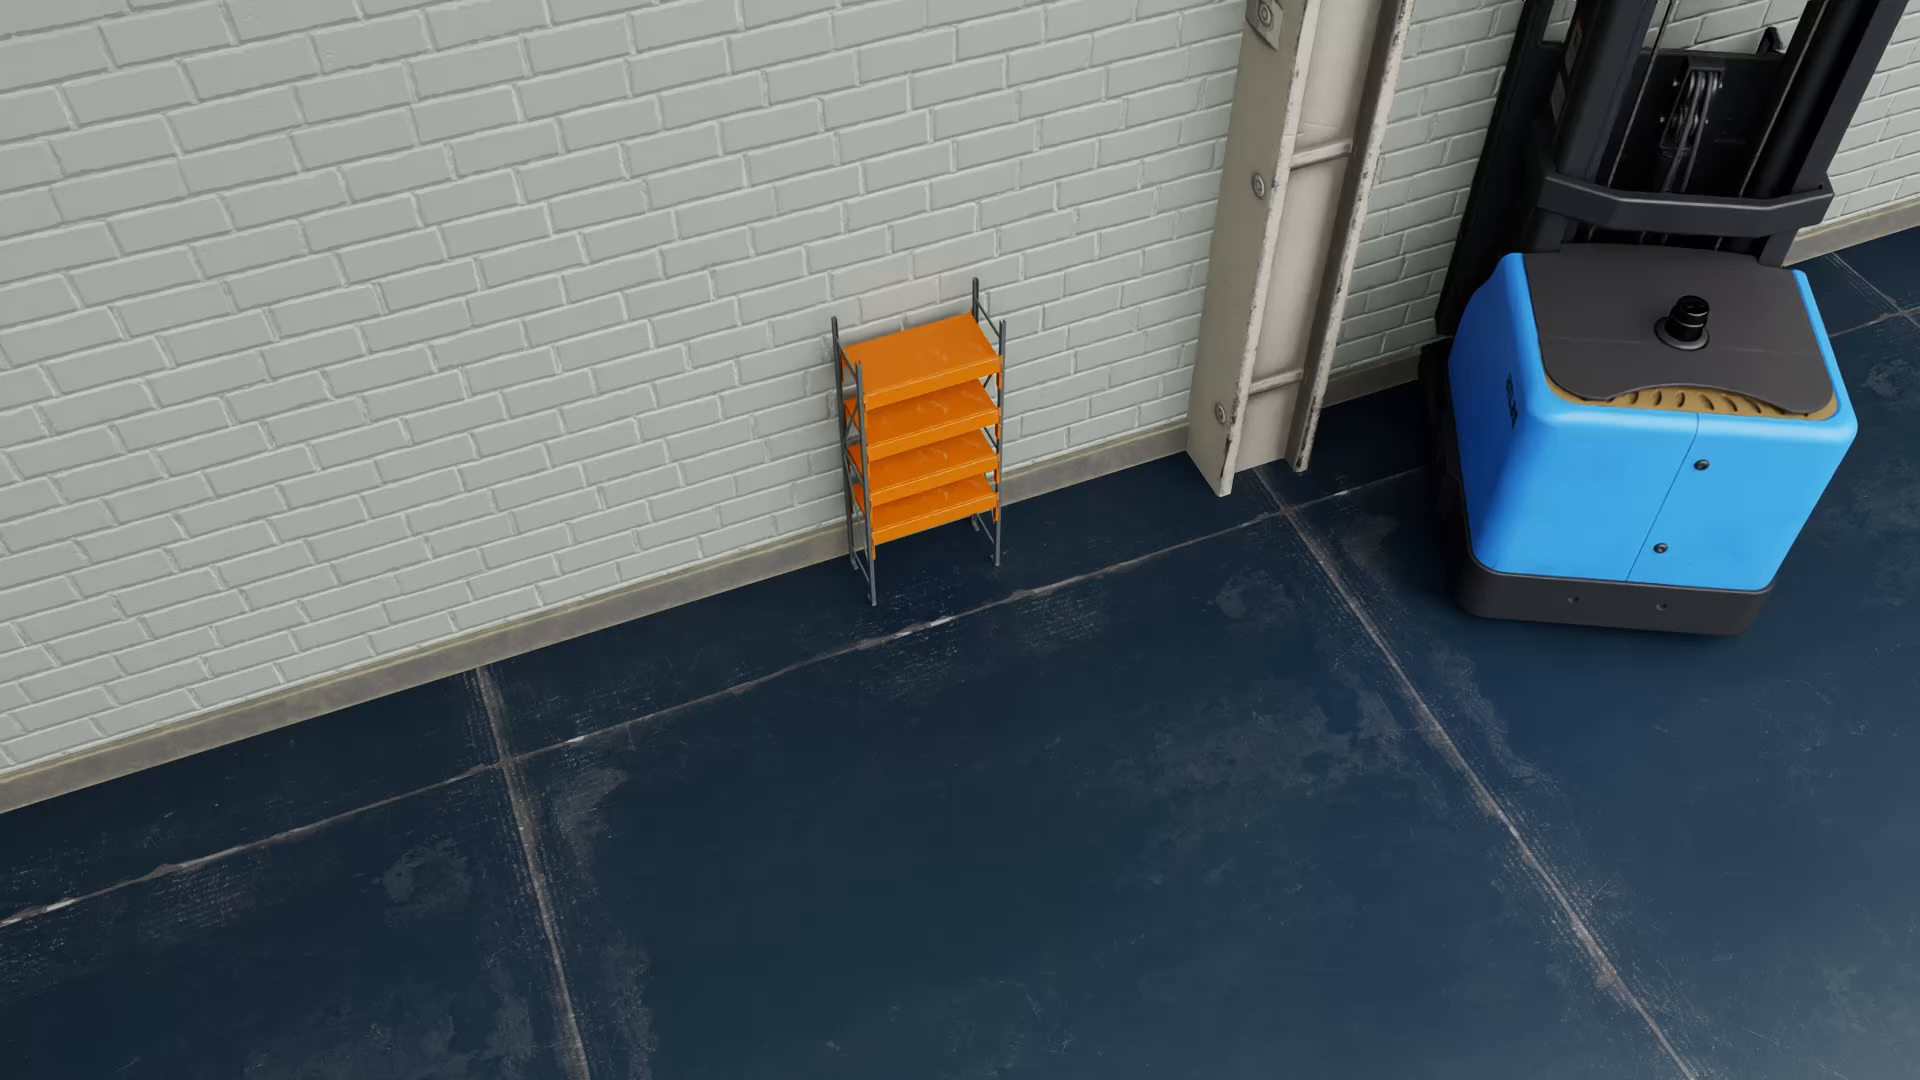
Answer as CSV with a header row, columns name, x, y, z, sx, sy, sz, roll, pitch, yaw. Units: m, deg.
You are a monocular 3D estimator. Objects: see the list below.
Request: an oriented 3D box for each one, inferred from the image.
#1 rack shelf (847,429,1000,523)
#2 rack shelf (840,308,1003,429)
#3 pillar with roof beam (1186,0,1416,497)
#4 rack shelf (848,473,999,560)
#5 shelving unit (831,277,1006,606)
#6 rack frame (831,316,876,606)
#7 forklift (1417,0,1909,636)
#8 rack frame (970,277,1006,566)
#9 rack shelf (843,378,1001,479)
name,x,y,z,sx,sy,sz,roll,pitch,yaw
rack shelf,-0.132,-0.263,5.773,0.480,0.148,0.258,-18,52,-15
rack shelf,-0.132,-0.563,5.424,0.480,0.148,0.258,-18,52,-15
pillar with roof beam,2.747,-0.238,0.523,0.400,9.000,9.100,-17,52,-14
rack shelf,-0.132,-0.134,5.924,0.480,0.148,0.258,-18,52,-15
shelving unit,-0.132,-0.307,5.722,0.503,1.200,0.258,-18,52,-15
rack frame,-0.357,-0.235,5.661,0.015,1.200,0.240,-18,52,-15
forklift,2.437,-1.744,5.815,1.130,2.935,3.031,4,49,4
rack frame,0.093,-0.378,5.784,0.015,1.200,0.240,-18,52,-15
rack shelf,-0.132,-0.409,5.604,0.480,0.148,0.258,-18,52,-15
